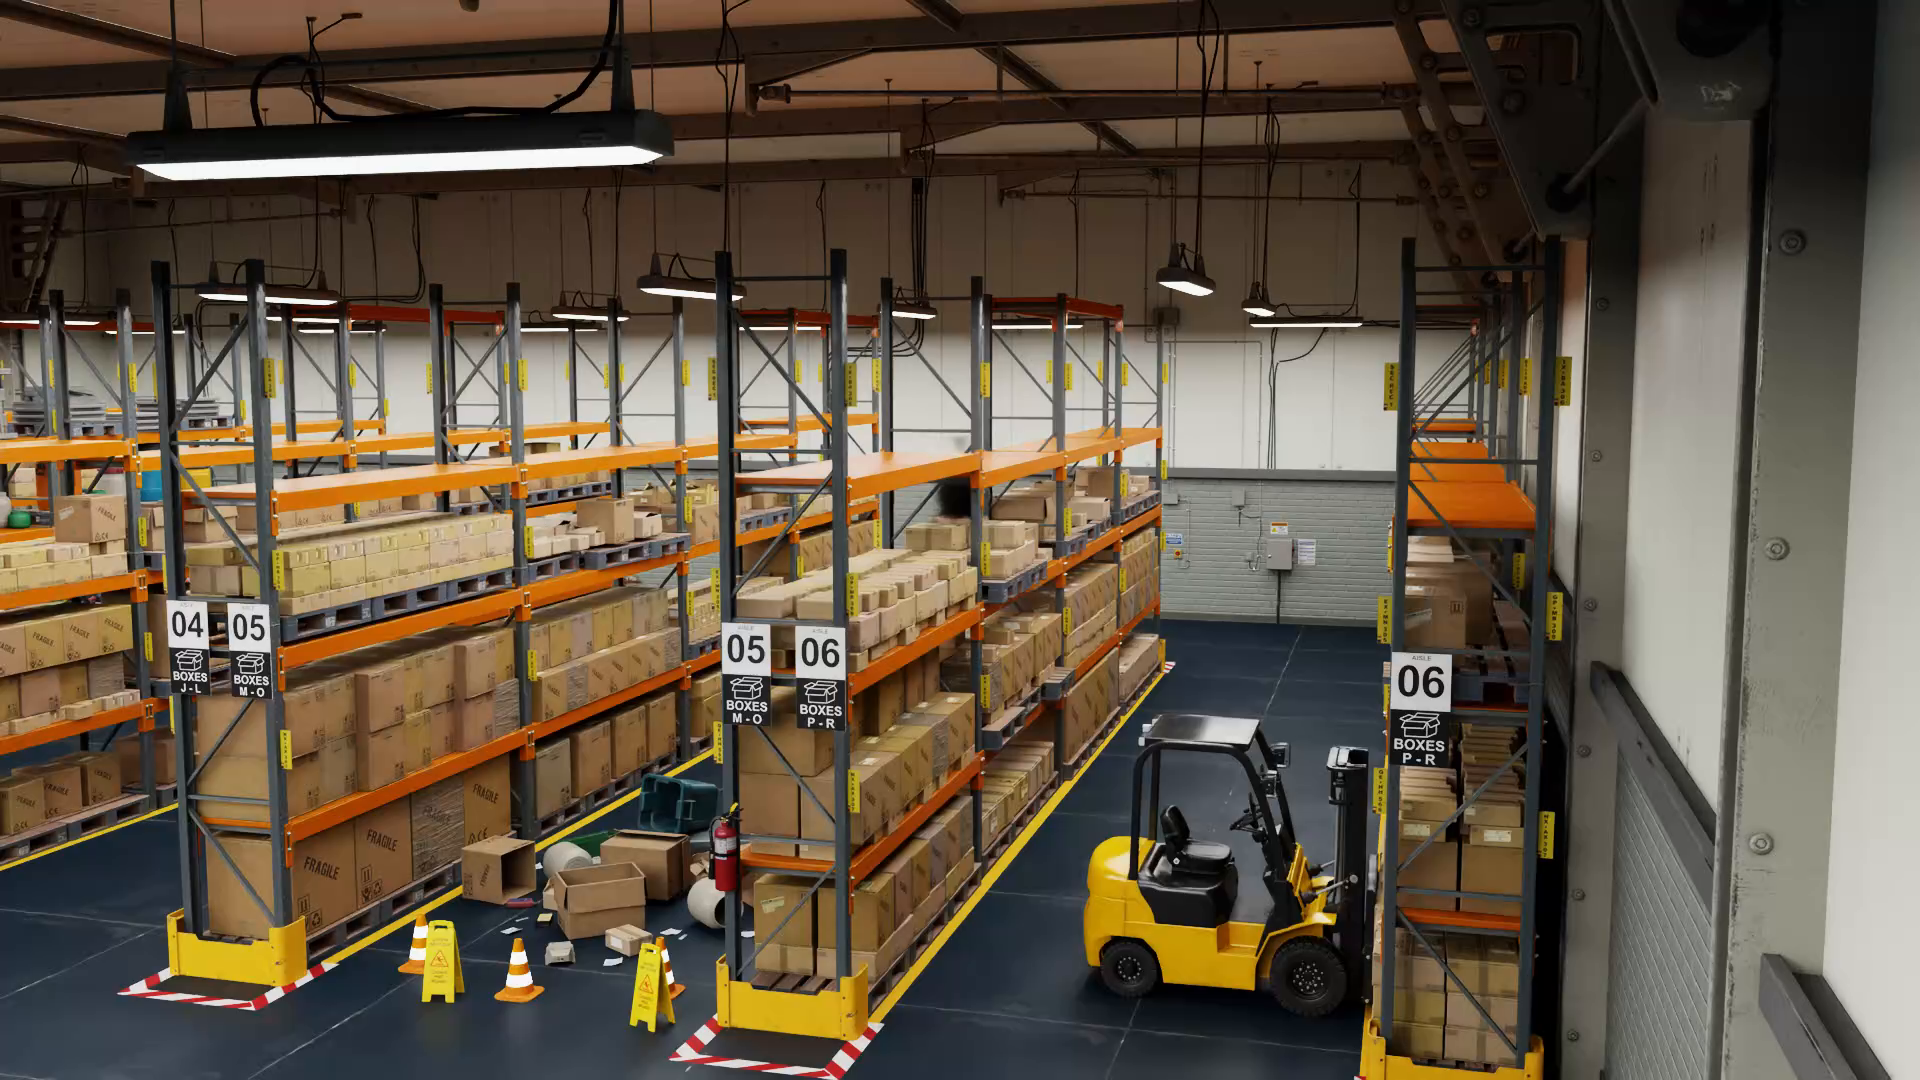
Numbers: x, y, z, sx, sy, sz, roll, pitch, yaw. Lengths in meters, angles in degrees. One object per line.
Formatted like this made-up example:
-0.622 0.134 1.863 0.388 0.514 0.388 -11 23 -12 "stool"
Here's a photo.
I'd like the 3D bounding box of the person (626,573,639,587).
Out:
-6.342 0.522 31.818 0.306 0.824 0.401 1 6 13 "person"
